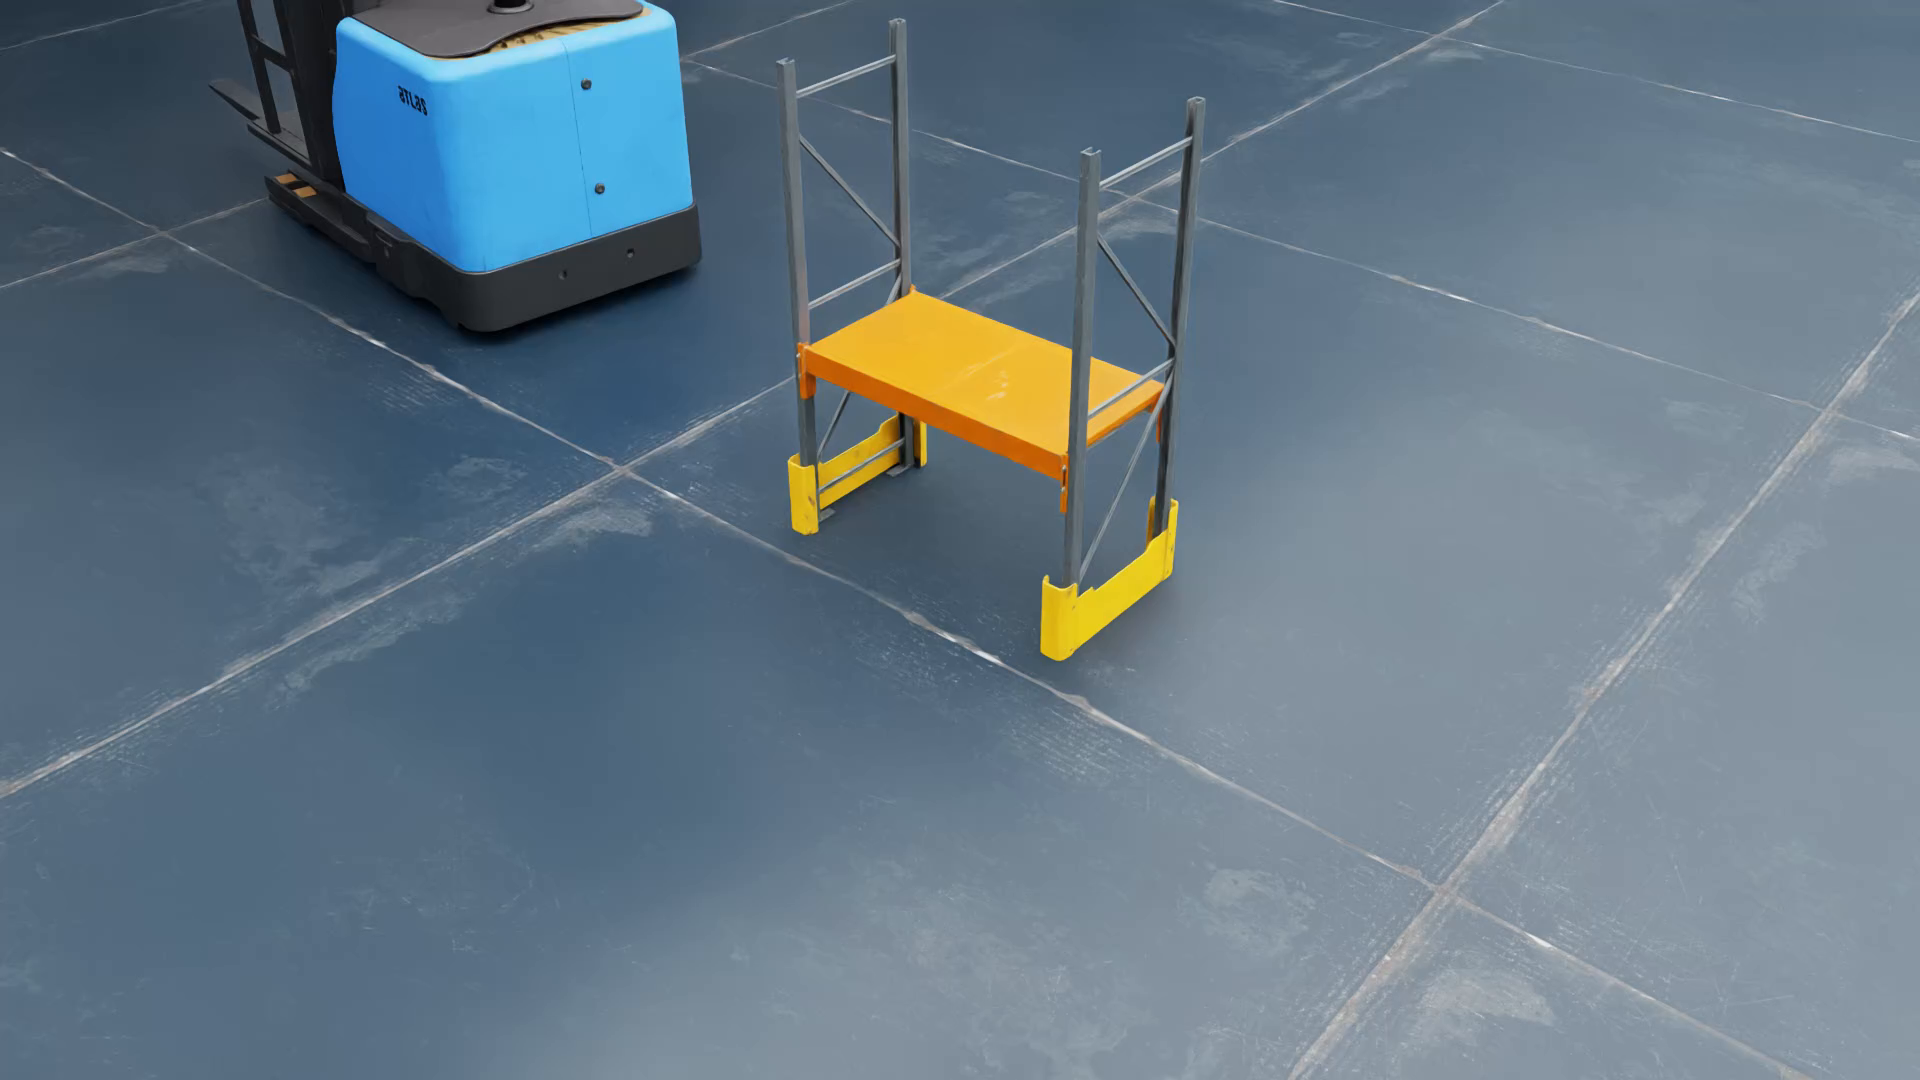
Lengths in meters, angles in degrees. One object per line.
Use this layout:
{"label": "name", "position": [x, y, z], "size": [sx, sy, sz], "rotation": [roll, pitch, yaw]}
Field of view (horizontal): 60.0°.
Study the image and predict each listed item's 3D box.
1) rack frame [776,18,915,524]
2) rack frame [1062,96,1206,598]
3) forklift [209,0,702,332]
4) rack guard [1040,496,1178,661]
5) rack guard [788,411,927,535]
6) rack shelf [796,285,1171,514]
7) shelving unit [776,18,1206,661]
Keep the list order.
{"label": "rack frame", "position": [-0.325, -0.771, 5.049], "size": [0.032, 1.500, 0.500], "rotation": [25, 42, 32]}
{"label": "rack frame", "position": [0.456, -0.403, 4.512], "size": [0.032, 1.500, 0.500], "rotation": [25, 42, 32]}
{"label": "forklift", "position": [-2.410, -2.745, 6.659], "size": [1.130, 2.935, 3.031], "rotation": [-27, 43, -33]}
{"label": "rack guard", "position": [0.441, 0.105, 4.876], "size": [0.087, 0.250, 0.587], "rotation": [25, 42, 32]}
{"label": "rack guard", "position": [-0.324, -0.256, 5.402], "size": [0.087, 0.250, 0.587], "rotation": [25, 42, 32]}
{"label": "rack shelf", "position": [0.066, -0.439, 4.882], "size": [1.000, 0.185, 0.538], "rotation": [25, 42, 32]}
{"label": "shelving unit", "position": [0.059, -0.591, 4.785], "size": [1.083, 1.500, 0.587], "rotation": [25, 42, 32]}
